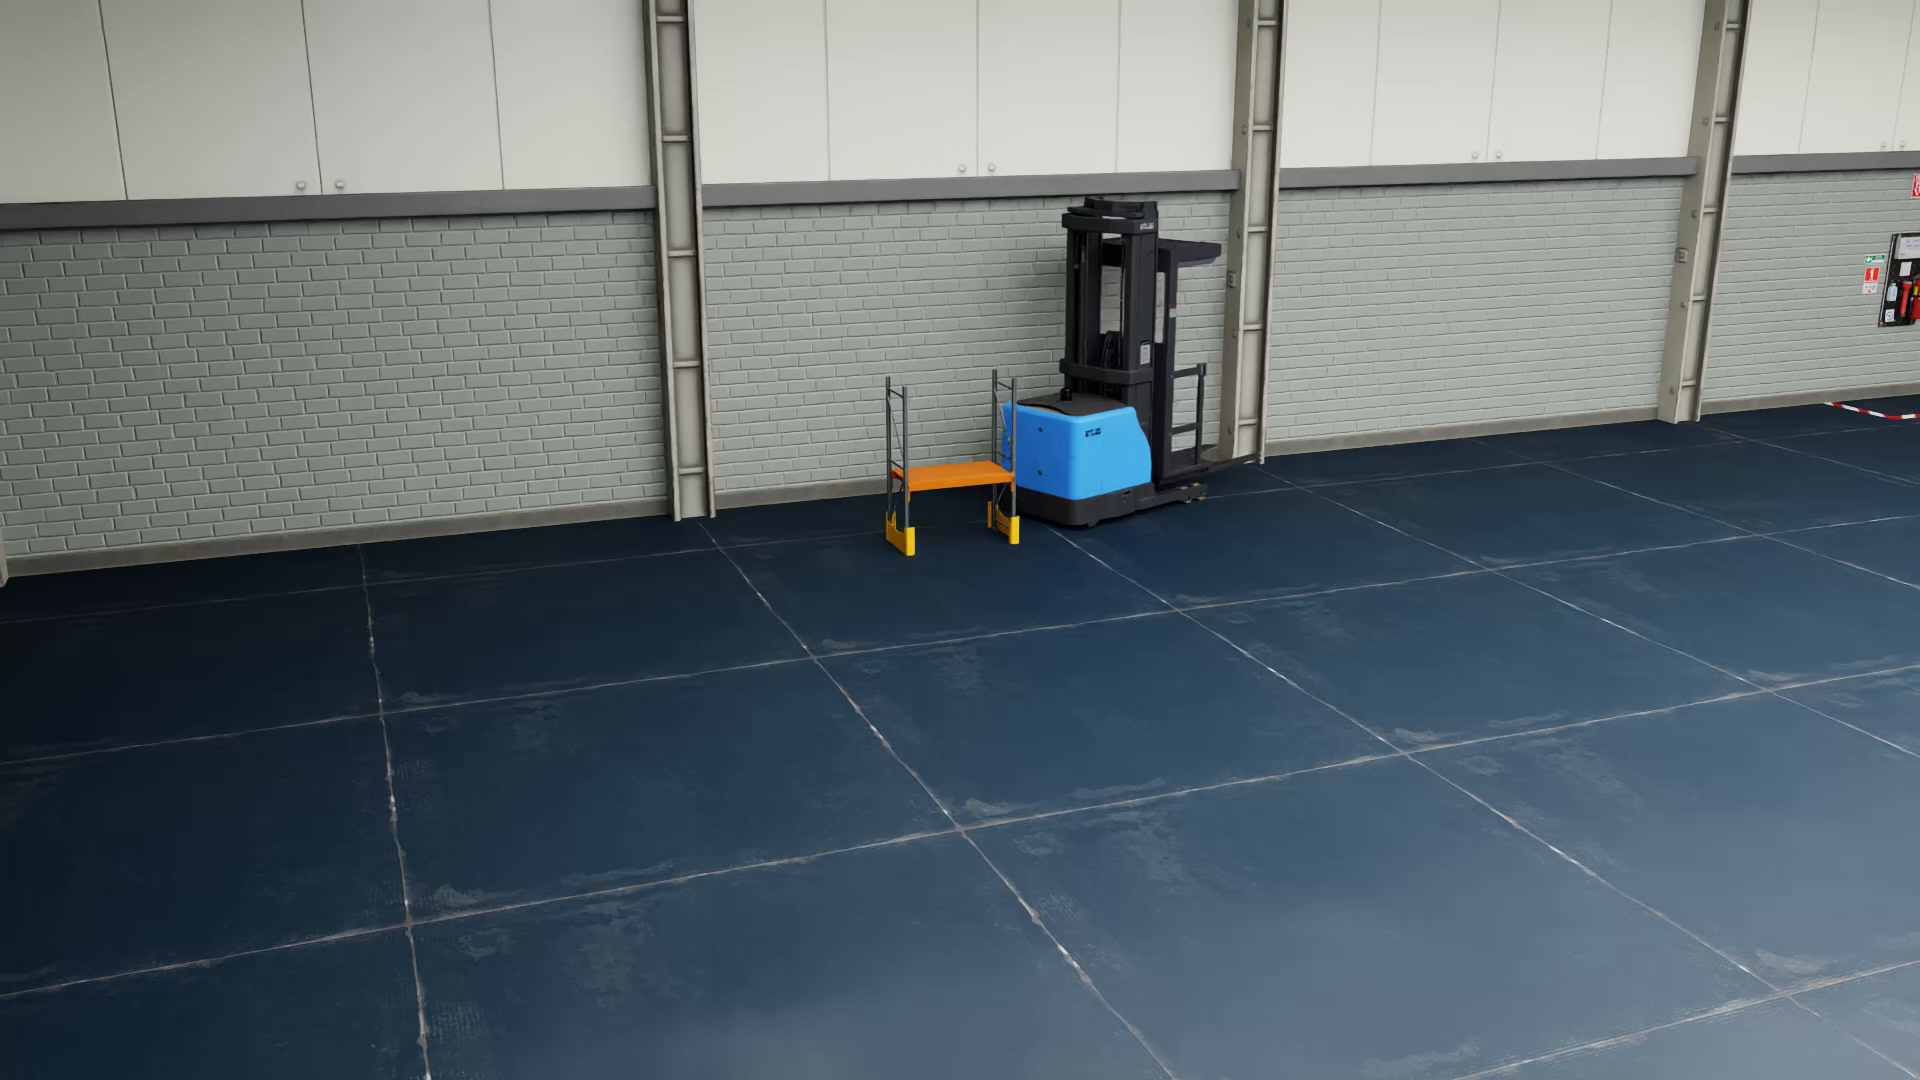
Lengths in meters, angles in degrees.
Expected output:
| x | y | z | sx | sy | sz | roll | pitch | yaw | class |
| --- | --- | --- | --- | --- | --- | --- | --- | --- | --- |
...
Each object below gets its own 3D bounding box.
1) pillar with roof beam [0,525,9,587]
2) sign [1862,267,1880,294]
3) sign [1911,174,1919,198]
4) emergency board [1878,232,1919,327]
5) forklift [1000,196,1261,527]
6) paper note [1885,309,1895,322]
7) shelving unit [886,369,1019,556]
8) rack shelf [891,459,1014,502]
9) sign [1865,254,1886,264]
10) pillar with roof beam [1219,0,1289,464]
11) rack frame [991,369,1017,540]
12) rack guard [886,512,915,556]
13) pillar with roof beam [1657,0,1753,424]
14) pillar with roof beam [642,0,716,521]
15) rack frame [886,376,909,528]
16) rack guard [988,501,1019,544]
| x | y | z | sx | sy | sz | roll | pitch | yaw | class |
| --- | --- | --- | --- | --- | --- | --- | --- | --- | --- |
| -6.627 | -2.818 | 8.724 | 0.400 | 9.000 | 9.100 | -6 | 17 | -20 | pillar with roof beam |
| 11.369 | -3.241 | 20.749 | 0.234 | 0.329 | 0.001 | -6 | 17 | -20 | sign |
| 11.879 | -4.391 | 20.612 | 0.199 | 0.298 | 0.001 | -6 | 17 | -20 | sign |
| 11.922 | -3.253 | 20.852 | 0.643 | 1.169 | 0.194 | -6 | 17 | -20 | emergency board |
| 1.808 | -1.857 | 16.221 | 3.031 | 2.935 | 1.130 | -15 | 22 | -41 | forklift |
| 11.732 | -2.831 | 20.977 | 0.142 | 0.148 | 0.016 | -6 | 17 | -20 | paper note |
| -0.071 | -0.712 | 14.861 | 1.083 | 1.500 | 0.587 | -6 | 17 | -20 | shelving unit |
| -0.080 | -0.538 | 14.908 | 1.000 | 0.185 | 0.538 | -6 | 17 | -20 | rack shelf |
| 11.376 | -3.494 | 20.668 | 0.331 | 0.109 | 0.001 | -6 | 17 | -20 | sign |
| 4.578 | -4.028 | 12.844 | 0.400 | 9.000 | 9.100 | -6 | 17 | -20 | pillar with roof beam |
| 0.395 | -0.762 | 15.032 | 0.032 | 1.500 | 0.500 | -6 | 17 | -20 | rack frame |
| -0.536 | -0.062 | 14.866 | 0.087 | 0.250 | 0.587 | -6 | 17 | -20 | rack guard |
| 10.181 | -4.633 | 14.904 | 0.400 | 9.000 | 9.100 | -6 | 17 | -20 | pillar with roof beam |
| -1.024 | -3.423 | 10.784 | 0.400 | 9.000 | 9.100 | -6 | 17 | -20 | pillar with roof beam |
| -0.554 | -0.660 | 14.683 | 0.032 | 1.500 | 0.500 | -6 | 17 | -20 | rack frame |
| 0.394 | -0.162 | 15.208 | 0.087 | 0.250 | 0.587 | -6 | 17 | -20 | rack guard |
